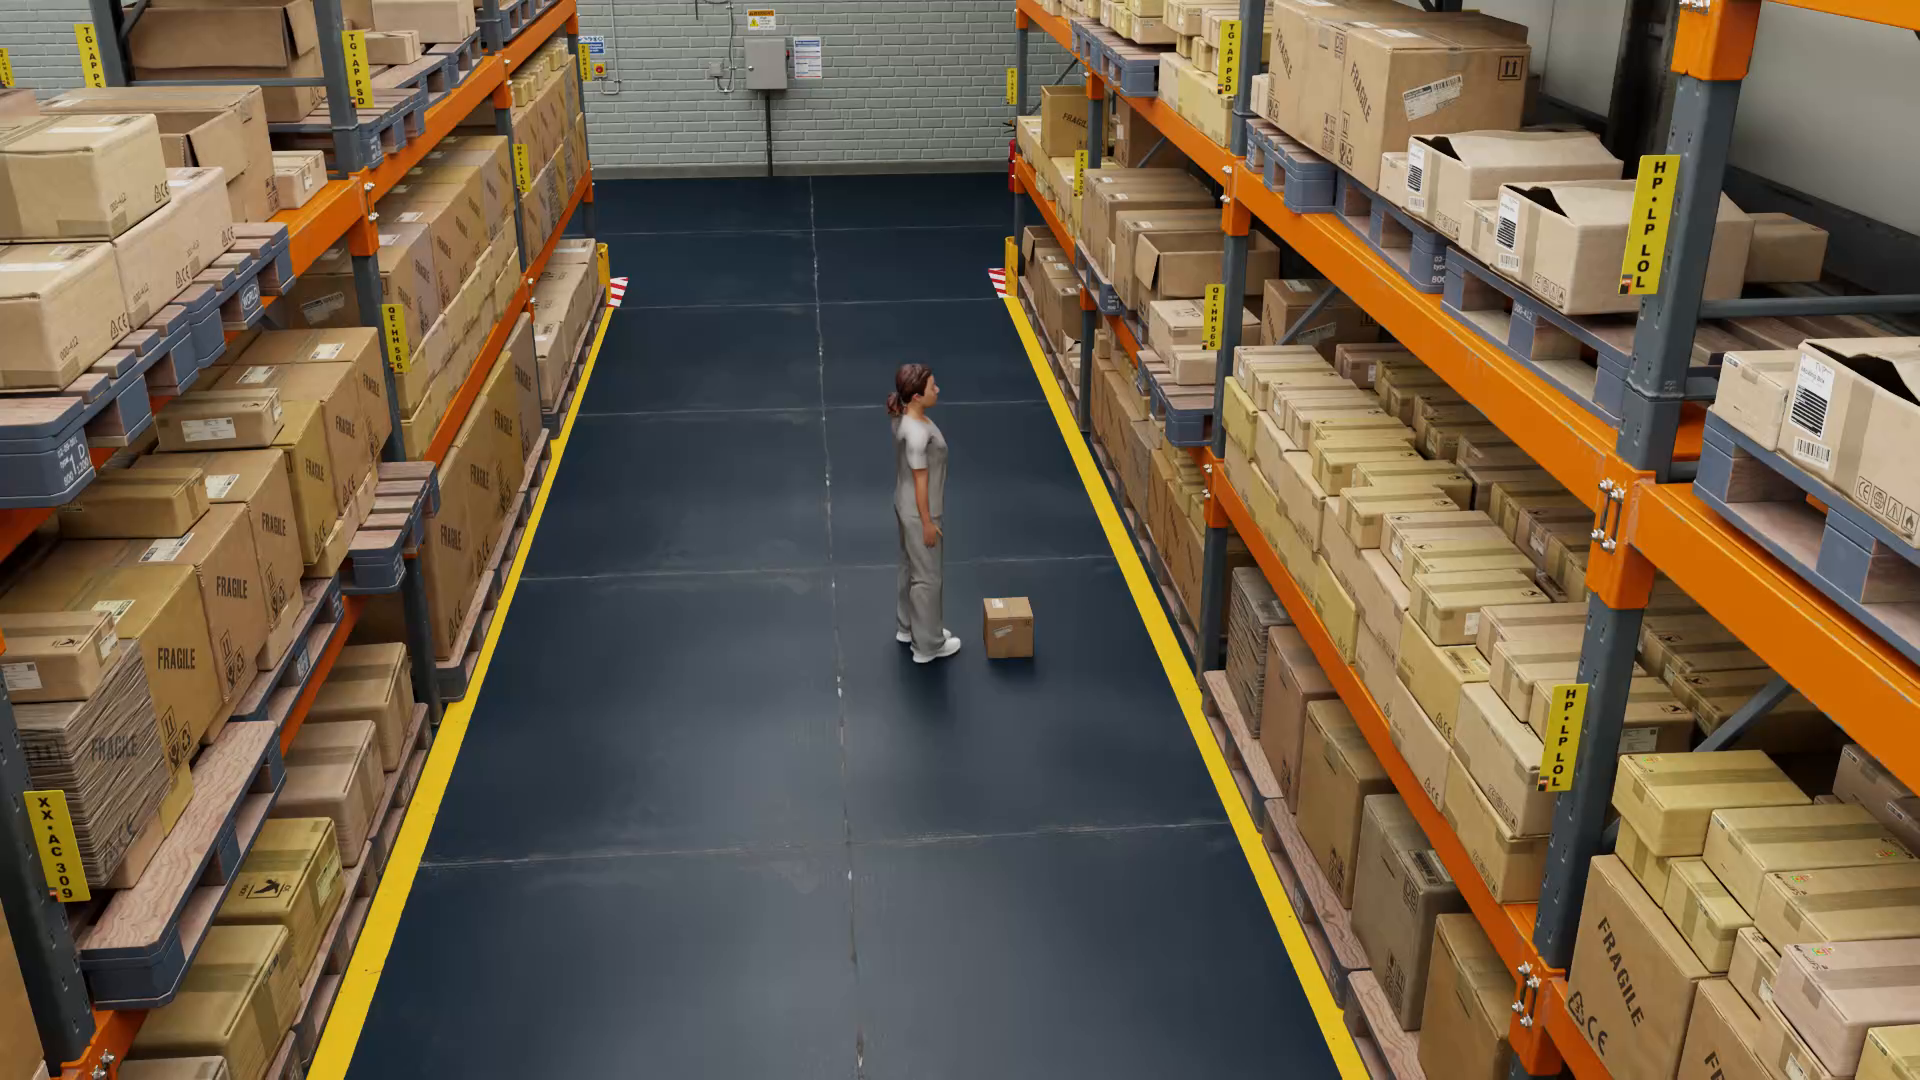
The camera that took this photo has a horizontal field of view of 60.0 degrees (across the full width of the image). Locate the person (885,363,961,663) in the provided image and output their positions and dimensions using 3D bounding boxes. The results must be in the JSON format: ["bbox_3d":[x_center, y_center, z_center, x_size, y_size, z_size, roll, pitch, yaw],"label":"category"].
[{"bbox_3d":[-0.191,-0.136,8.943,0.390,1.649,0.454,-4,24,-10],"label":"person"}]
